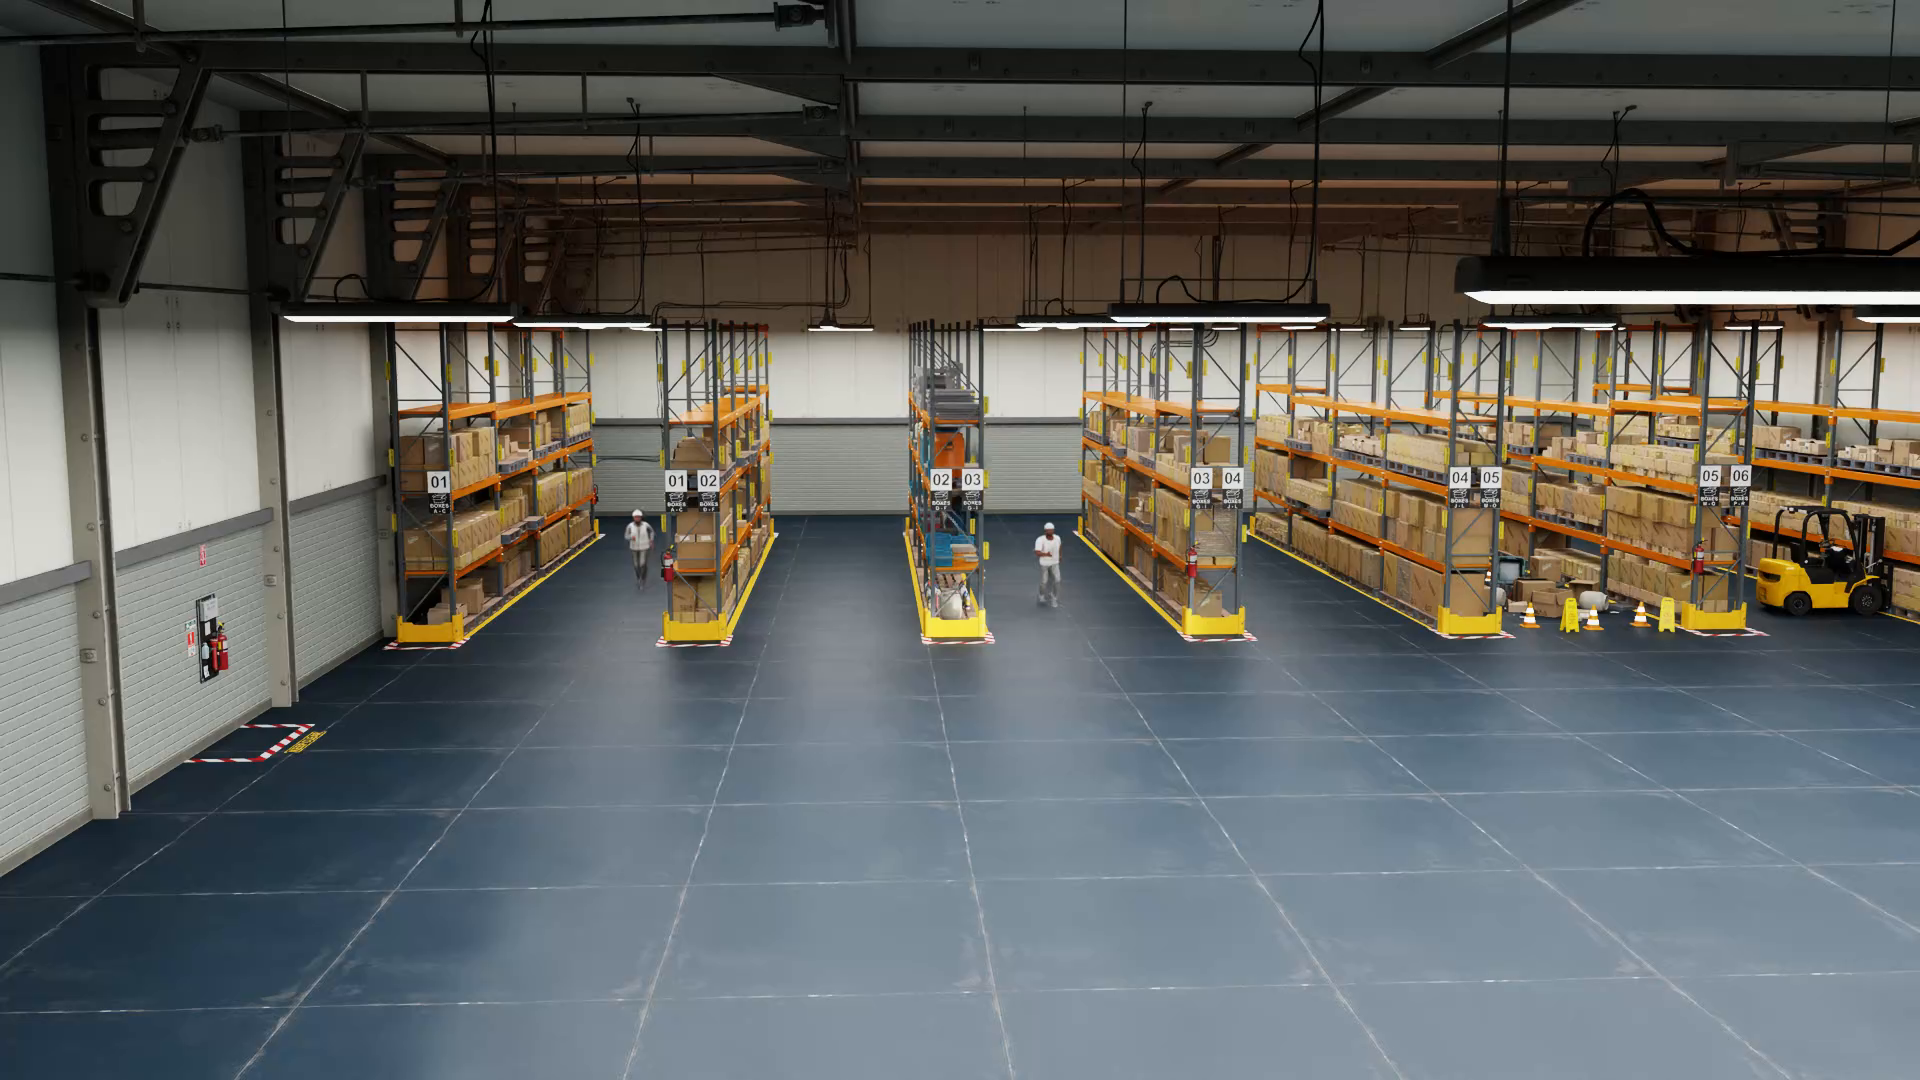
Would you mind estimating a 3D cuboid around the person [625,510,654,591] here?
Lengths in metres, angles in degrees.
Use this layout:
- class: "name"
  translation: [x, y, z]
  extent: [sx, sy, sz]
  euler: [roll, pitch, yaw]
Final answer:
- class: "person"
  translation: [-7.230, 0.226, 37.464]
  extent: [0.600, 1.825, 0.834]
  euler: [0, 7, 0]

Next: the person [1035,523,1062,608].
- class: "person"
  translation: [1.887, 0.535, 35.004]
  extent: [0.681, 1.810, 0.826]
  euler: [-2, 7, -18]
